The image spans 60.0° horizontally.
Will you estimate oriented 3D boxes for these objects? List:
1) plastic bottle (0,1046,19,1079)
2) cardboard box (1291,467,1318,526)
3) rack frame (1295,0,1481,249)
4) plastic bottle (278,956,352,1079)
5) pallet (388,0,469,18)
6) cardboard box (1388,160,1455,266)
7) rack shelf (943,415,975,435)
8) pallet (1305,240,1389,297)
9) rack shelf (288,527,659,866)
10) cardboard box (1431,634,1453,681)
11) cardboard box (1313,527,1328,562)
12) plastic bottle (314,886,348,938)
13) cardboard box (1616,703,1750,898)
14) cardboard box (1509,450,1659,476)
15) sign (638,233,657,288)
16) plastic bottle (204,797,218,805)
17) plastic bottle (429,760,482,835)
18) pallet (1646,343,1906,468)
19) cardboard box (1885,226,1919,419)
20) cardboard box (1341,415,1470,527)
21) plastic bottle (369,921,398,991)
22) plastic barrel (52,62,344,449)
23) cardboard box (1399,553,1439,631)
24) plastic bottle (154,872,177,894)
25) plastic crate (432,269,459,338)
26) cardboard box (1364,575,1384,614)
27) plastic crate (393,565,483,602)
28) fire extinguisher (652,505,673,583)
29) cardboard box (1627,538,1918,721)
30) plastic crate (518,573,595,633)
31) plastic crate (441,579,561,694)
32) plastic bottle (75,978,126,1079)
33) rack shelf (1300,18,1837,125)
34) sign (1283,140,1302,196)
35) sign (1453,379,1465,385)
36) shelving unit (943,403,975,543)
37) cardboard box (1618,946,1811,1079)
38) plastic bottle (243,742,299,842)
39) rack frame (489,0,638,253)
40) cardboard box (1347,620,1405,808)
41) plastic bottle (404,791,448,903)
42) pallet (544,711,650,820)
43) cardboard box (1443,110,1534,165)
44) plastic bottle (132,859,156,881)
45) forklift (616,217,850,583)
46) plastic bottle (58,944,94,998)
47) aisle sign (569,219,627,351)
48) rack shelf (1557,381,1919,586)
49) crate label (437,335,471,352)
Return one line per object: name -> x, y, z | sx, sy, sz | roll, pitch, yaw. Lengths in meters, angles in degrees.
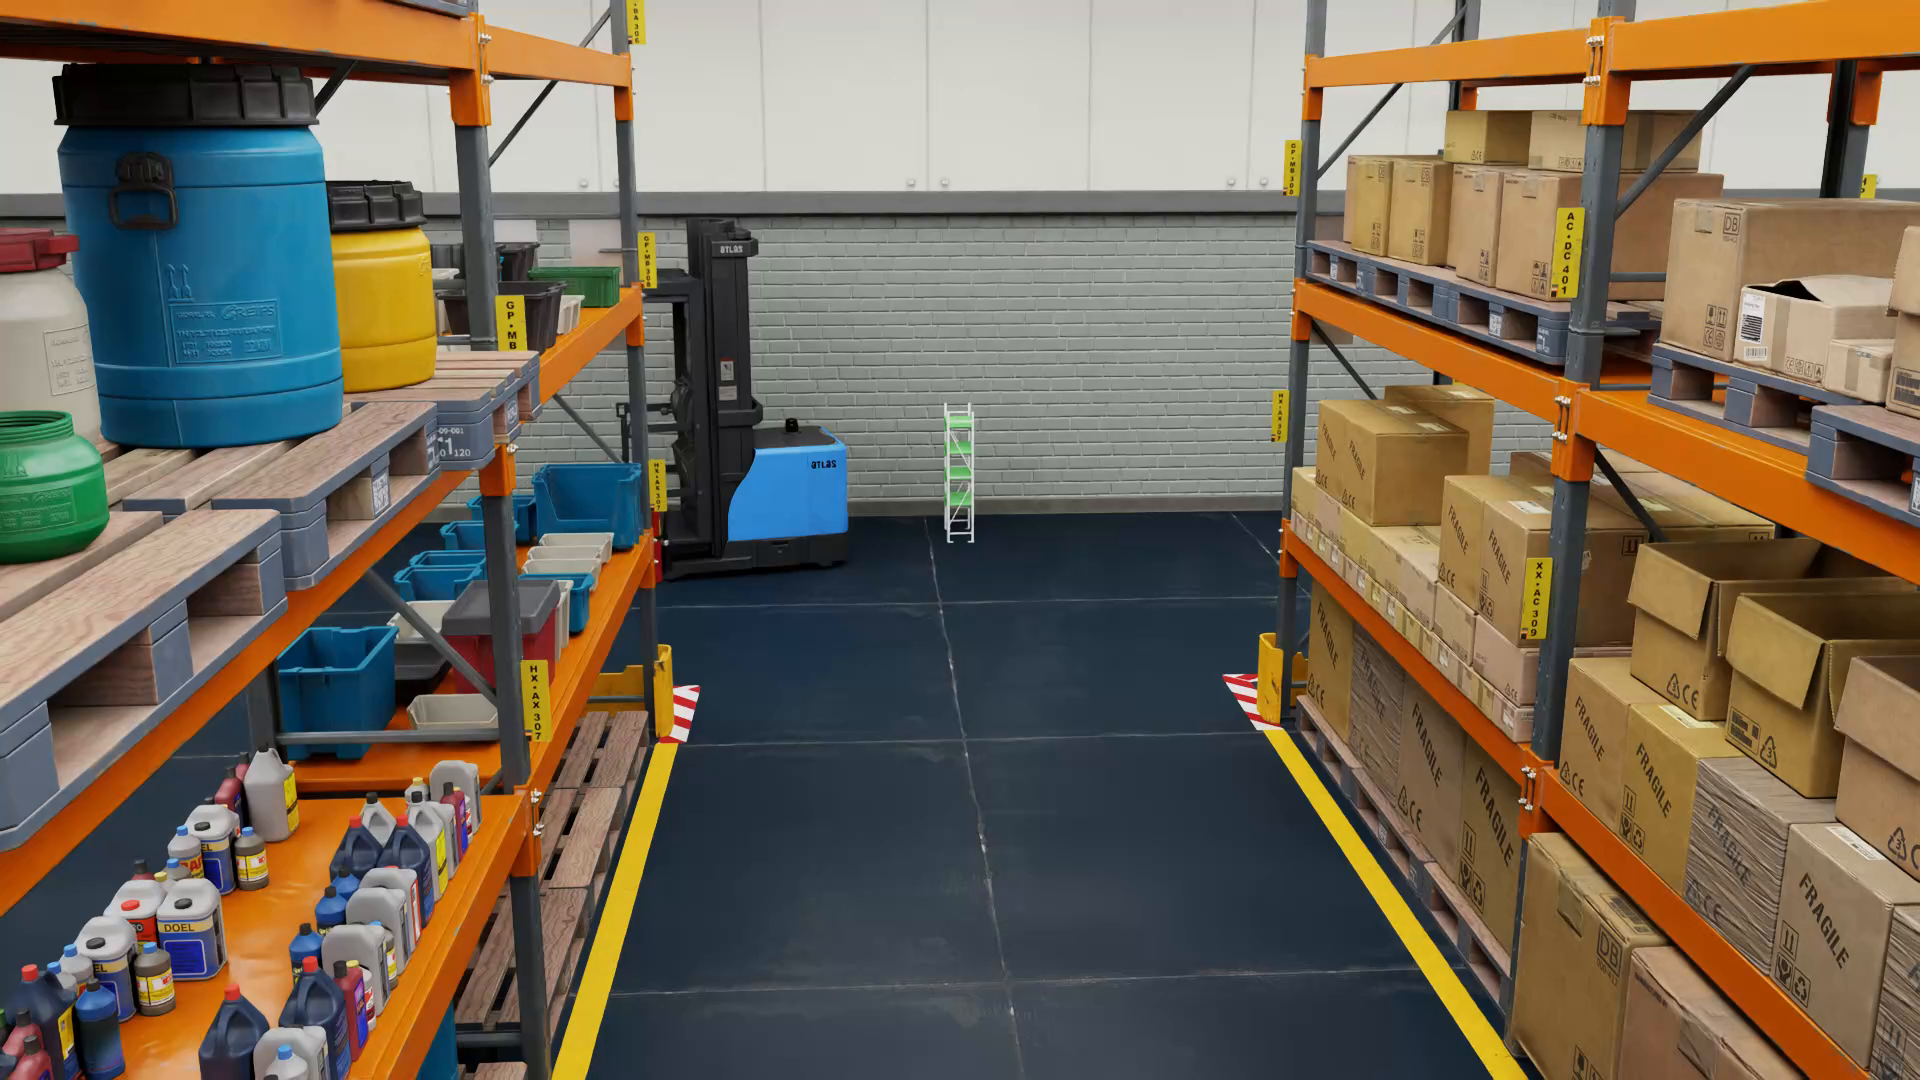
plastic bottle -> -2.396, 1.353, 4.071 | 0.144, 0.351, 0.185 | -1, 14, -3
cardboard box -> 2.302, -0.266, 9.970 | 0.500, 0.250, 0.500 | -1, 14, -5
rack frame -> 2.542, -3.224, 9.721 | 1.000, 3.000, 0.127 | -1, 14, -3
plastic bottle -> -1.702, 1.274, 4.378 | 0.144, 0.351, 0.185 | -1, 14, -3
pallet -> -2.072, -1.662, 4.833 | 1.003, 0.211, 1.213 | -1, 14, -3
cardboard box -> 2.623, -1.673, 8.470 | 0.700, 0.500, 0.500 | -2, 15, -7
rack shelf -> -0.010, -1.025, 15.157 | 0.258, 0.148, 0.480 | -1, 14, -3
pallet -> 2.598, -1.544, 9.389 | 1.003, 0.211, 1.213 | -1, 14, -3
rack shelf -> -2.278, 0.604, 8.328 | 1.077, 0.370, 4.000 | -1, 14, -3
cardboard box -> 2.396, 0.535, 7.654 | 0.380, 0.149, 0.250 | -1, 14, -2
cardboard box -> 2.268, 0.024, 9.642 | 0.380, 0.149, 0.250 | -1, 14, -5
plastic bottle -> -1.868, 1.164, 4.963 | 0.097, 0.271, 0.097 | 0, 14, 0
cardboard box -> 2.601, 0.871, 5.644 | 0.500, 0.500, 0.500 | -1, 14, -3
cardboard box -> 2.956, -0.133, 7.948 | 0.500, 0.500, 0.500 | -1, 14, -5
sign -> -1.854, -1.657, 9.859 | 0.100, 0.325, 0.005 | -1, 14, -3
plastic bottle -> -2.517, 0.999, 5.607 | 0.097, 0.271, 0.097 | 0, 14, 0
plastic bottle -> -1.807, 0.906, 5.959 | 0.152, 0.276, 0.135 | -1, 14, -3
pallet -> 2.896, -0.457, 5.369 | 0.805, 0.209, 1.217 | -1, 15, -6
cardboard box -> 2.890, -0.543, 4.270 | 0.797, 0.503, 0.637 | -1, 14, -4
cardboard box -> 2.371, -0.377, 8.893 | 0.500, 0.500, 0.500 | -1, 14, -5
plastic bottle -> -1.710, 1.220, 4.887 | 0.097, 0.201, 0.097 | 0, 14, 0
plastic barrel -> -1.895, -0.724, 4.176 | 0.600, 0.901, 0.708 | -1, 14, -3
cardboard box -> 2.434, 0.243, 7.988 | 0.500, 0.250, 0.500 | -1, 14, -2
plastic bottle -> -2.491, 1.139, 5.204 | 0.097, 0.201, 0.097 | 0, 14, 0
plastic crate -> -2.572, -1.081, 7.652 | 0.437, 0.282, 0.530 | -1, 14, -3
cardboard box -> 2.331, 0.279, 8.650 | 0.380, 0.149, 0.250 | -1, 14, -5
plastic crate -> -2.615, 0.278, 8.364 | 0.416, 0.233, 0.300 | -1, 14, -3
fire extinguisher -> -1.957, -0.069, 10.401 | 0.296, 0.674, 0.183 | -1, 14, -3
cardboard box -> 2.838, 0.301, 5.848 | 0.797, 0.503, 0.637 | -1, 14, -5
plastic crate -> -2.018, 0.317, 8.215 | 0.416, 0.233, 0.300 | -1, 14, -3
plastic crate -> -1.959, 0.467, 7.168 | 0.402, 0.464, 0.583 | -1, 14, -3
plastic bottle -> -2.298, 1.299, 4.438 | 0.097, 0.271, 0.097 | 0, 14, 0
rack shelf -> 2.666, -2.184, 7.927 | 1.077, 0.370, 4.000 | -1, 14, -3
sign -> 1.988, -2.226, 9.948 | 0.100, 0.325, 0.005 | -1, 14, -3
sign -> 3.084, -0.999, 10.314 | 0.100, 0.325, 0.005 | -1, 14, -3
shelving unit -> -0.010, -0.622, 15.260 | 0.258, 1.200, 0.503 | -1, 14, -3
cardboard box -> 2.906, 1.883, 5.333 | 1.225, 0.875, 0.875 | -1, 14, -5
plastic bottle -> -2.453, 0.879, 5.912 | 0.144, 0.351, 0.185 | -1, 14, -3
rack frame -> -2.402, -3.148, 9.424 | 1.000, 3.000, 0.127 | -1, 14, -3
cardboard box -> 2.718, 0.891, 9.188 | 0.875, 0.875, 0.875 | -1, 14, -3
plastic bottle -> -1.770, 1.000, 5.442 | 0.144, 0.351, 0.185 | -1, 14, -3
pallet -> -2.389, 1.314, 9.719 | 1.003, 0.211, 1.213 | -1, 14, -3
cardboard box -> 2.657, -1.932, 7.971 | 0.500, 0.250, 0.500 | -1, 14, -5
plastic bottle -> -2.502, 1.128, 5.081 | 0.061, 0.283, 0.133 | -1, 14, -3
forklift -> -2.527, -1.197, 14.019 | 3.031, 2.935, 1.130 | -4, 15, -16
plastic bottle -> -2.454, 1.253, 4.618 | 0.097, 0.271, 0.097 | 0, 14, 0
aisle sign -> -2.114, -1.524, 9.935 | 0.394, 0.787, 0.004 | -1, 14, -3
rack shelf -> 2.914, 0.069, 4.385 | 1.077, 0.370, 4.000 | -1, 14, -3
crate label -> -1.896, -0.698, 6.454 | 0.293, 0.136, 0.466 | -1, 14, -3
